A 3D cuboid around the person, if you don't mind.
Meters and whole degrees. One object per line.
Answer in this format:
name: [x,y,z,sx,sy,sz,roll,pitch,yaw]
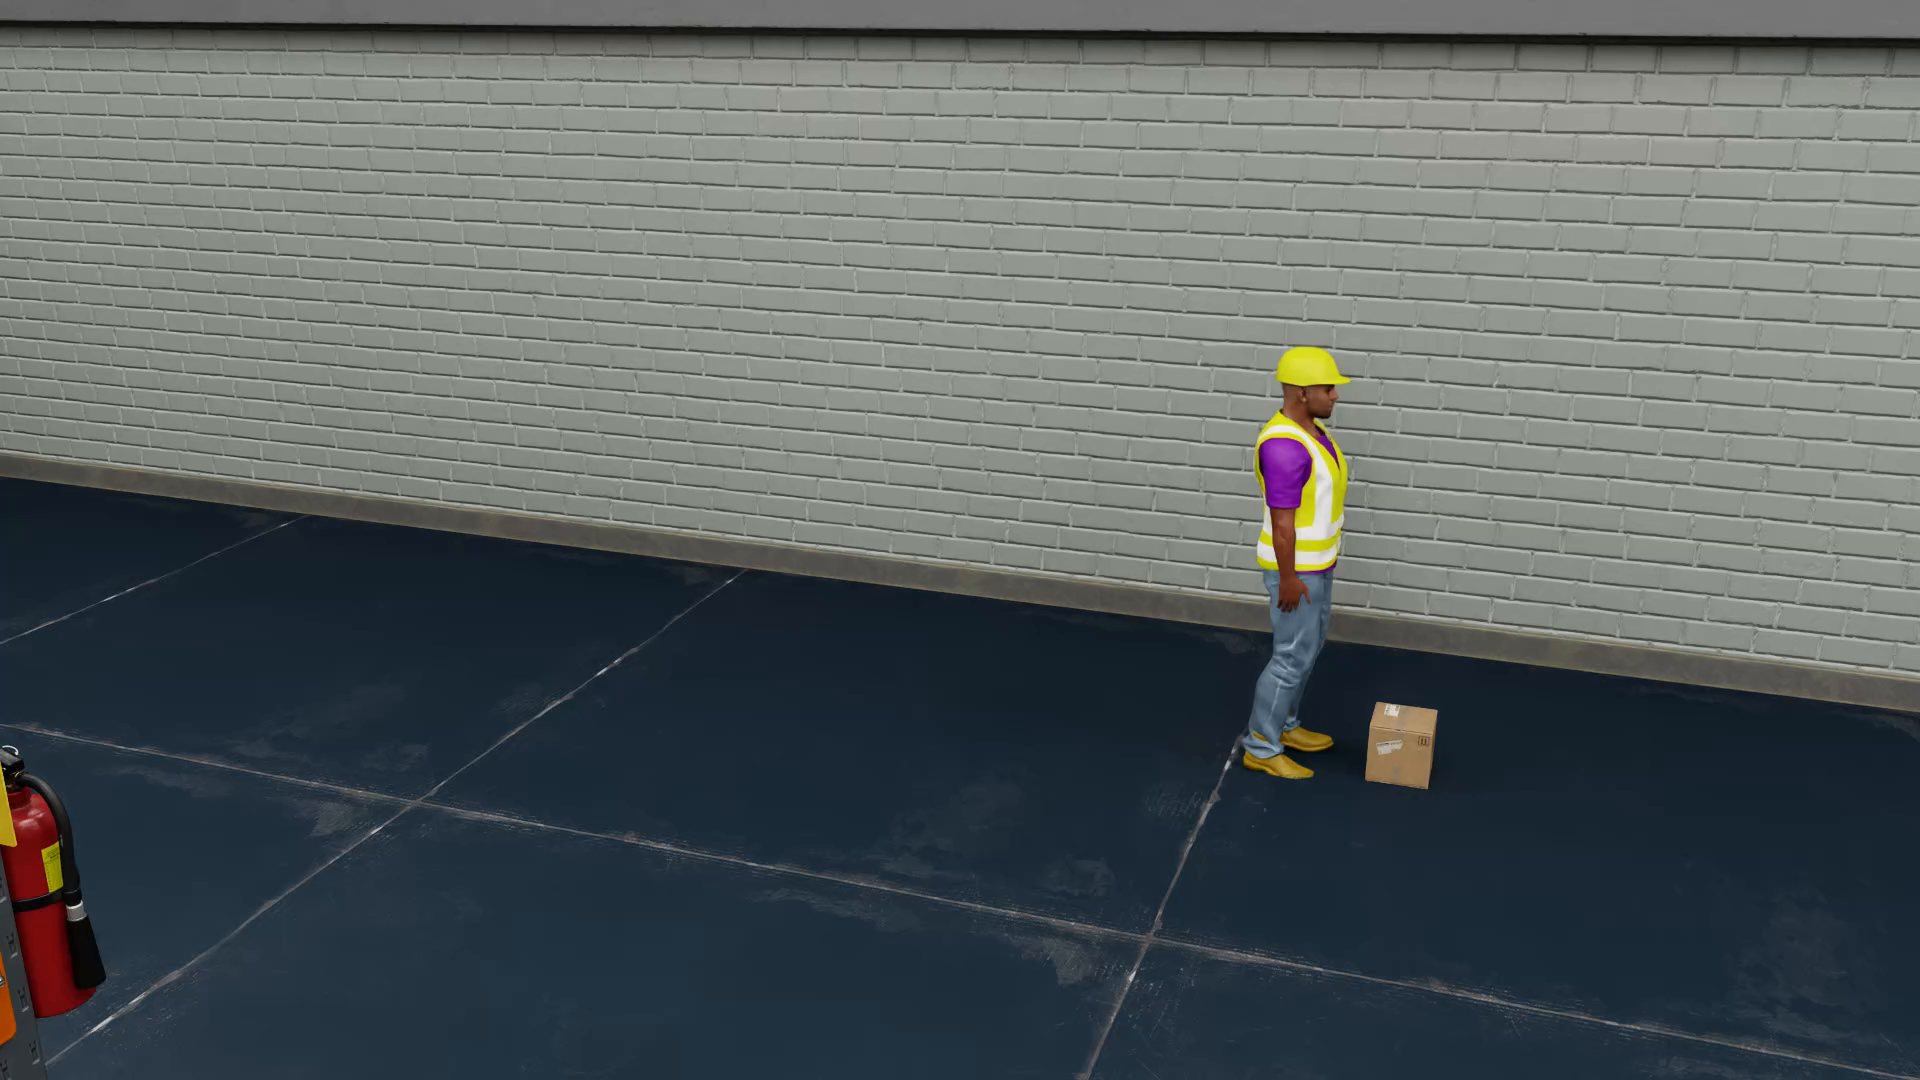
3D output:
person: [1.383,0.093,6.795,0.367,1.786,0.563,7,20,19]
